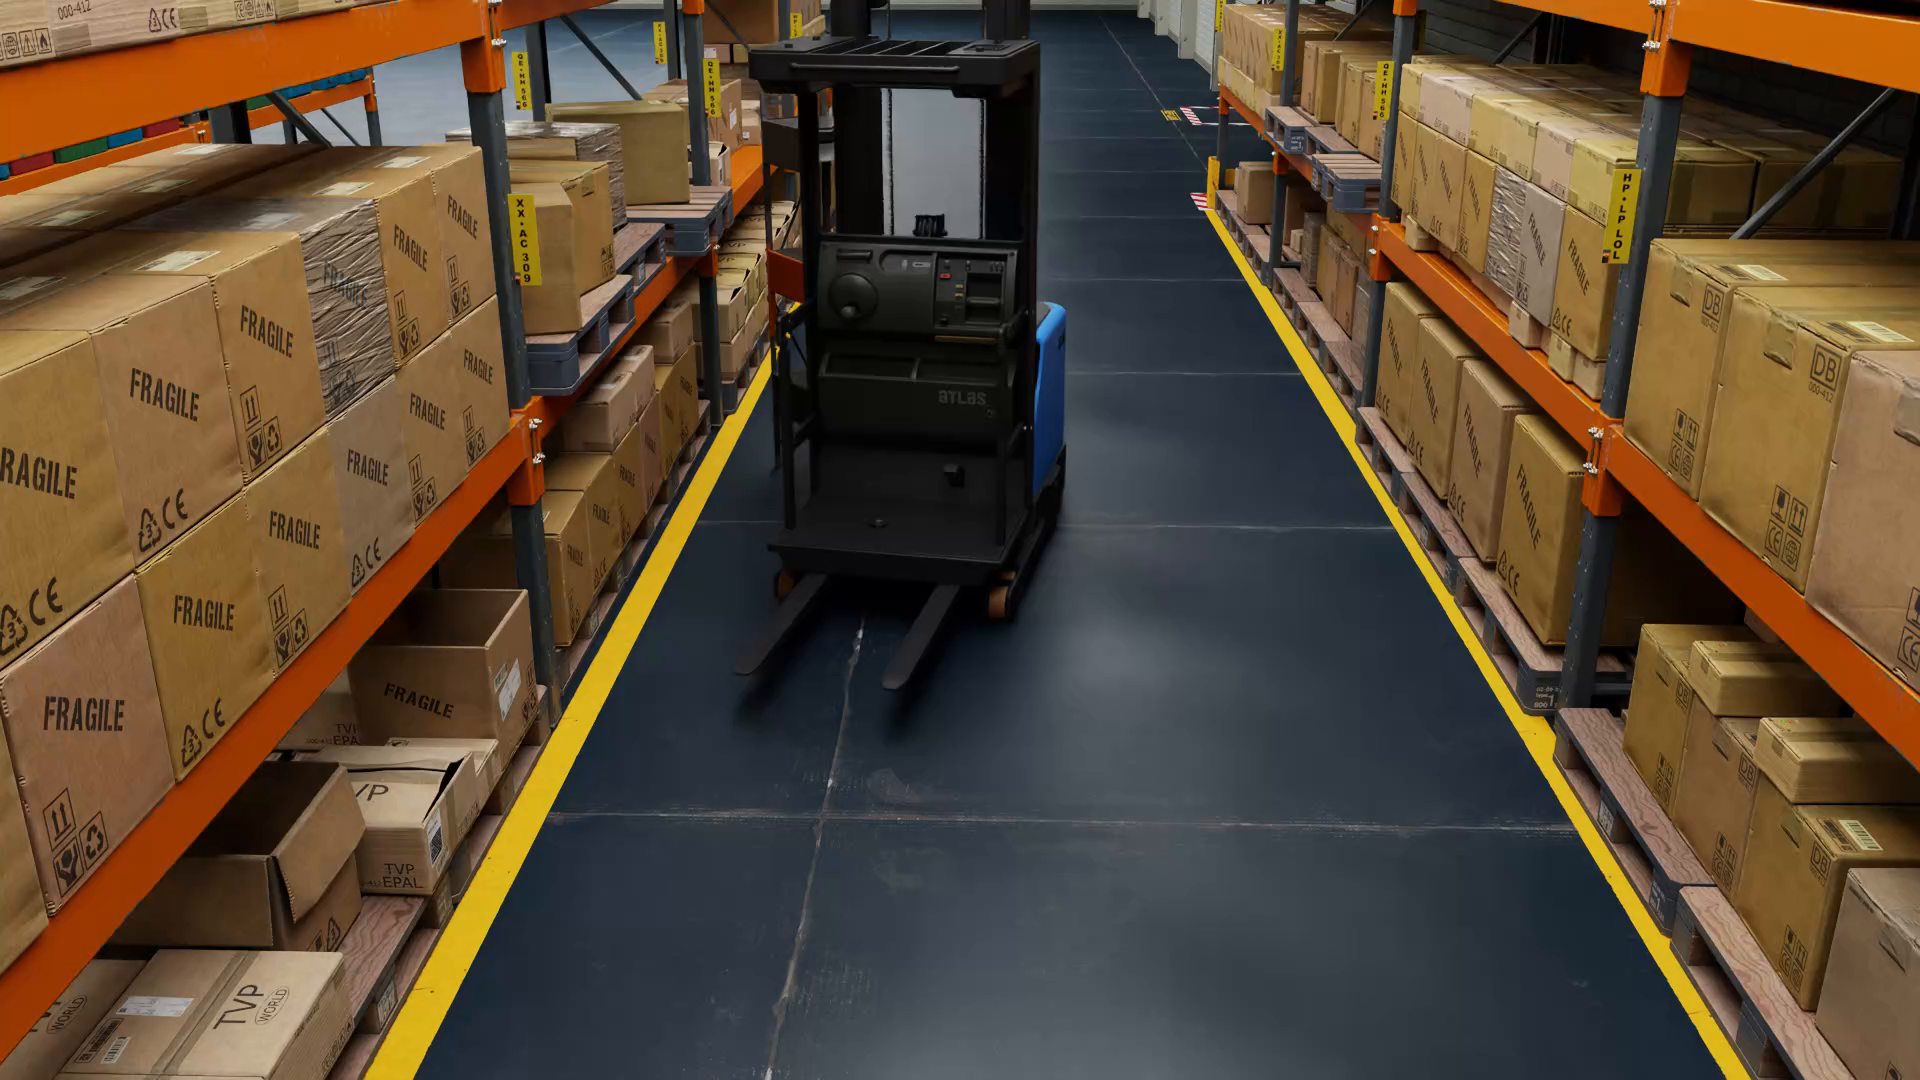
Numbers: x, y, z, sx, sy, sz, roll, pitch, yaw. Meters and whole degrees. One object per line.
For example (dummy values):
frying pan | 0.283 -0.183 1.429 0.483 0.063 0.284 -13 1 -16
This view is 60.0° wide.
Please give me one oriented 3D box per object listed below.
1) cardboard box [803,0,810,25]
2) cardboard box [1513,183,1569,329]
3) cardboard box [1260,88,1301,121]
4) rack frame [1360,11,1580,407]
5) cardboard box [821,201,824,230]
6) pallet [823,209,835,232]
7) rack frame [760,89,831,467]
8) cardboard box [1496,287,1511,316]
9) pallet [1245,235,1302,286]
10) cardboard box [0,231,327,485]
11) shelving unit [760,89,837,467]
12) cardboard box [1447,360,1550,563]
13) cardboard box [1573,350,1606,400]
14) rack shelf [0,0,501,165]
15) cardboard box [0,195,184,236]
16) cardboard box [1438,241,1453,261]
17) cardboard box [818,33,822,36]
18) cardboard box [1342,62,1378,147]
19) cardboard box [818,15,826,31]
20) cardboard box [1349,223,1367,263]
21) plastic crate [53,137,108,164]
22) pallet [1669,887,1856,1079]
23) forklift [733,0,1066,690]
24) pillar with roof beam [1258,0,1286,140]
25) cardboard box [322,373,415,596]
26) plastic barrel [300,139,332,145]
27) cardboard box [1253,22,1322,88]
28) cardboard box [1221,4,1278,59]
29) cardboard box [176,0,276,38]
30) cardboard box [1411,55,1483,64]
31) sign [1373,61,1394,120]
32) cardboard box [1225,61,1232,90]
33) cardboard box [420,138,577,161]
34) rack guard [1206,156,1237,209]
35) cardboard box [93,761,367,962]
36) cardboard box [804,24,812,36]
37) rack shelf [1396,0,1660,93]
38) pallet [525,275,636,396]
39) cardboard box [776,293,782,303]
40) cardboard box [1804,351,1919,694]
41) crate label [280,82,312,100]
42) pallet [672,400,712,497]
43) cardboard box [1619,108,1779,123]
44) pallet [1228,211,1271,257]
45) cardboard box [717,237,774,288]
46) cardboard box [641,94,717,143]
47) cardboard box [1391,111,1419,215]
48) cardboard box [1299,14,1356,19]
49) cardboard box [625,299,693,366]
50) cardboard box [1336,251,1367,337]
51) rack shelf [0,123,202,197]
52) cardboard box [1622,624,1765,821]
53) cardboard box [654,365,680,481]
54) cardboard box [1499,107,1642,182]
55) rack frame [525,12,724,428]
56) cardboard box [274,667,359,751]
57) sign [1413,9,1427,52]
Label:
cardboard box | -1.792 -5.102 15.601 0.700 0.500 0.500 1 21 2
cardboard box | 2.616 -1.168 6.816 0.500 0.500 0.500 1 21 2
cardboard box | 2.803 -3.626 13.907 0.500 0.250 0.500 1 21 2
rack frame | 2.970 -2.066 9.706 1.000 3.000 0.127 1 21 2
cardboard box | -1.502 -3.005 15.347 0.500 0.250 0.500 1 21 2
pallet | -1.760 -2.994 15.954 1.003 0.211 1.213 1 21 2
rack frame | -0.896 -1.441 9.341 0.400 2.100 0.015 -13 25 -30
cardboard box | 2.658 -1.096 7.526 0.380 0.149 0.250 0 21 0
pallet | 3.077 -2.455 14.565 1.003 0.211 1.213 1 21 2
cardboard box | -1.905 -0.450 4.022 0.500 0.500 0.500 0 21 1
shelving unit | -0.764 -1.367 9.149 0.431 2.100 0.503 -13 25 -30
cardboard box | 2.762 -0.371 7.729 0.750 0.750 0.750 1 21 3
cardboard box | 2.575 -0.637 6.343 0.380 0.149 0.250 1 21 2
rack shelf | -2.164 -1.012 3.839 1.077 0.370 4.000 1 21 2
cardboard box | -2.430 -0.646 4.526 0.500 0.500 0.500 0 21 0
cardboard box | 2.735 -1.563 8.730 0.380 0.149 0.250 0 21 1
cardboard box | -1.765 -4.889 16.845 0.700 0.500 0.500 1 21 2
cardboard box | 2.990 -2.938 11.208 0.700 0.500 0.500 1 21 2
cardboard box | -1.560 -5.220 16.801 0.380 0.149 0.250 0 21 1
cardboard box | 3.030 -2.107 11.624 0.500 0.250 0.500 1 21 1
plastic crate | -6.582 -2.889 12.122 0.450 0.188 0.662 1 21 2
pallet | 2.712 1.397 4.637 1.003 0.211 1.213 1 21 2
forklift | -0.243 -1.143 7.422 1.130 2.935 3.031 5 22 12
pillar with roof beam | -0.064 -9.709 21.112 9.100 9.000 0.400 1 21 2
cardboard box | -1.890 -0.163 4.665 0.500 0.500 0.500 1 21 3
plastic barrel | -6.633 -3.864 17.200 0.421 0.512 0.421 0 21 0
cardboard box | 2.806 -4.156 14.236 0.500 0.500 0.500 1 21 1
cardboard box | 2.898 -5.078 16.612 0.500 0.500 0.500 1 21 2
cardboard box | -1.905 -1.280 3.742 0.500 0.250 0.500 1 21 2
cardboard box | 2.945 -2.861 10.113 0.380 0.149 0.250 -3 21 -7
sign | 2.427 -2.571 9.517 0.100 0.325 0.005 1 21 2
cardboard box | 2.879 -4.537 16.254 0.500 0.250 0.500 0 21 0
cardboard box | -2.111 -1.554 7.669 0.700 0.500 0.500 -5 22 -12
rack guard | 3.211 -3.765 17.542 1.175 0.500 0.348 1 21 2
cardboard box | -2.155 0.966 4.737 0.797 0.503 0.637 1 21 2
cardboard box | -1.598 -4.752 15.594 0.380 0.149 0.250 1 21 3
rack shelf | 2.909 -2.406 7.430 1.077 0.370 4.000 1 21 2
pallet | -1.970 -0.871 6.892 1.003 0.211 1.213 1 21 2
cardboard box | -1.615 -1.958 12.649 0.500 0.250 0.500 1 21 3
cardboard box | 2.775 -0.036 4.061 0.980 0.700 0.700 0 21 -1
crate label | -6.475 -4.415 15.712 0.502 0.435 0.616 1 21 2
pallet | -2.042 -0.549 9.653 1.003 0.211 1.213 1 21 2
cardboard box | 3.142 -1.698 7.144 0.500 0.250 0.500 0 21 0
pallet | 3.111 -2.897 15.704 1.003 0.211 1.213 1 21 2
cardboard box | -1.632 -2.041 12.087 0.500 0.311 0.500 0 21 1
cardboard box | -1.947 -2.772 11.389 0.500 0.500 0.500 0 21 -1
cardboard box | 2.699 -2.087 9.185 0.500 0.500 0.500 1 21 3
cardboard box | 3.359 -4.523 15.183 0.500 0.500 0.500 1 21 2
cardboard box | -1.773 -1.147 9.149 0.500 0.250 0.500 1 21 4
cardboard box | 3.058 -1.731 11.691 0.700 0.500 0.500 1 21 1
rack shelf | -6.872 -2.562 11.981 1.077 0.370 4.000 1 21 2
cardboard box | 2.723 0.619 5.661 0.700 0.500 0.500 1 21 2
cardboard box | -1.792 -0.631 8.855 0.500 0.500 0.500 0 21 0
cardboard box | 2.647 -1.704 7.161 0.500 0.250 0.500 1 21 3
rack frame | -1.982 -2.119 9.843 1.000 3.000 0.127 1 21 2
cardboard box | -2.332 0.525 6.137 0.500 0.311 0.500 1 21 2
sign | 3.646 -4.047 13.211 0.100 0.325 0.005 1 21 2
